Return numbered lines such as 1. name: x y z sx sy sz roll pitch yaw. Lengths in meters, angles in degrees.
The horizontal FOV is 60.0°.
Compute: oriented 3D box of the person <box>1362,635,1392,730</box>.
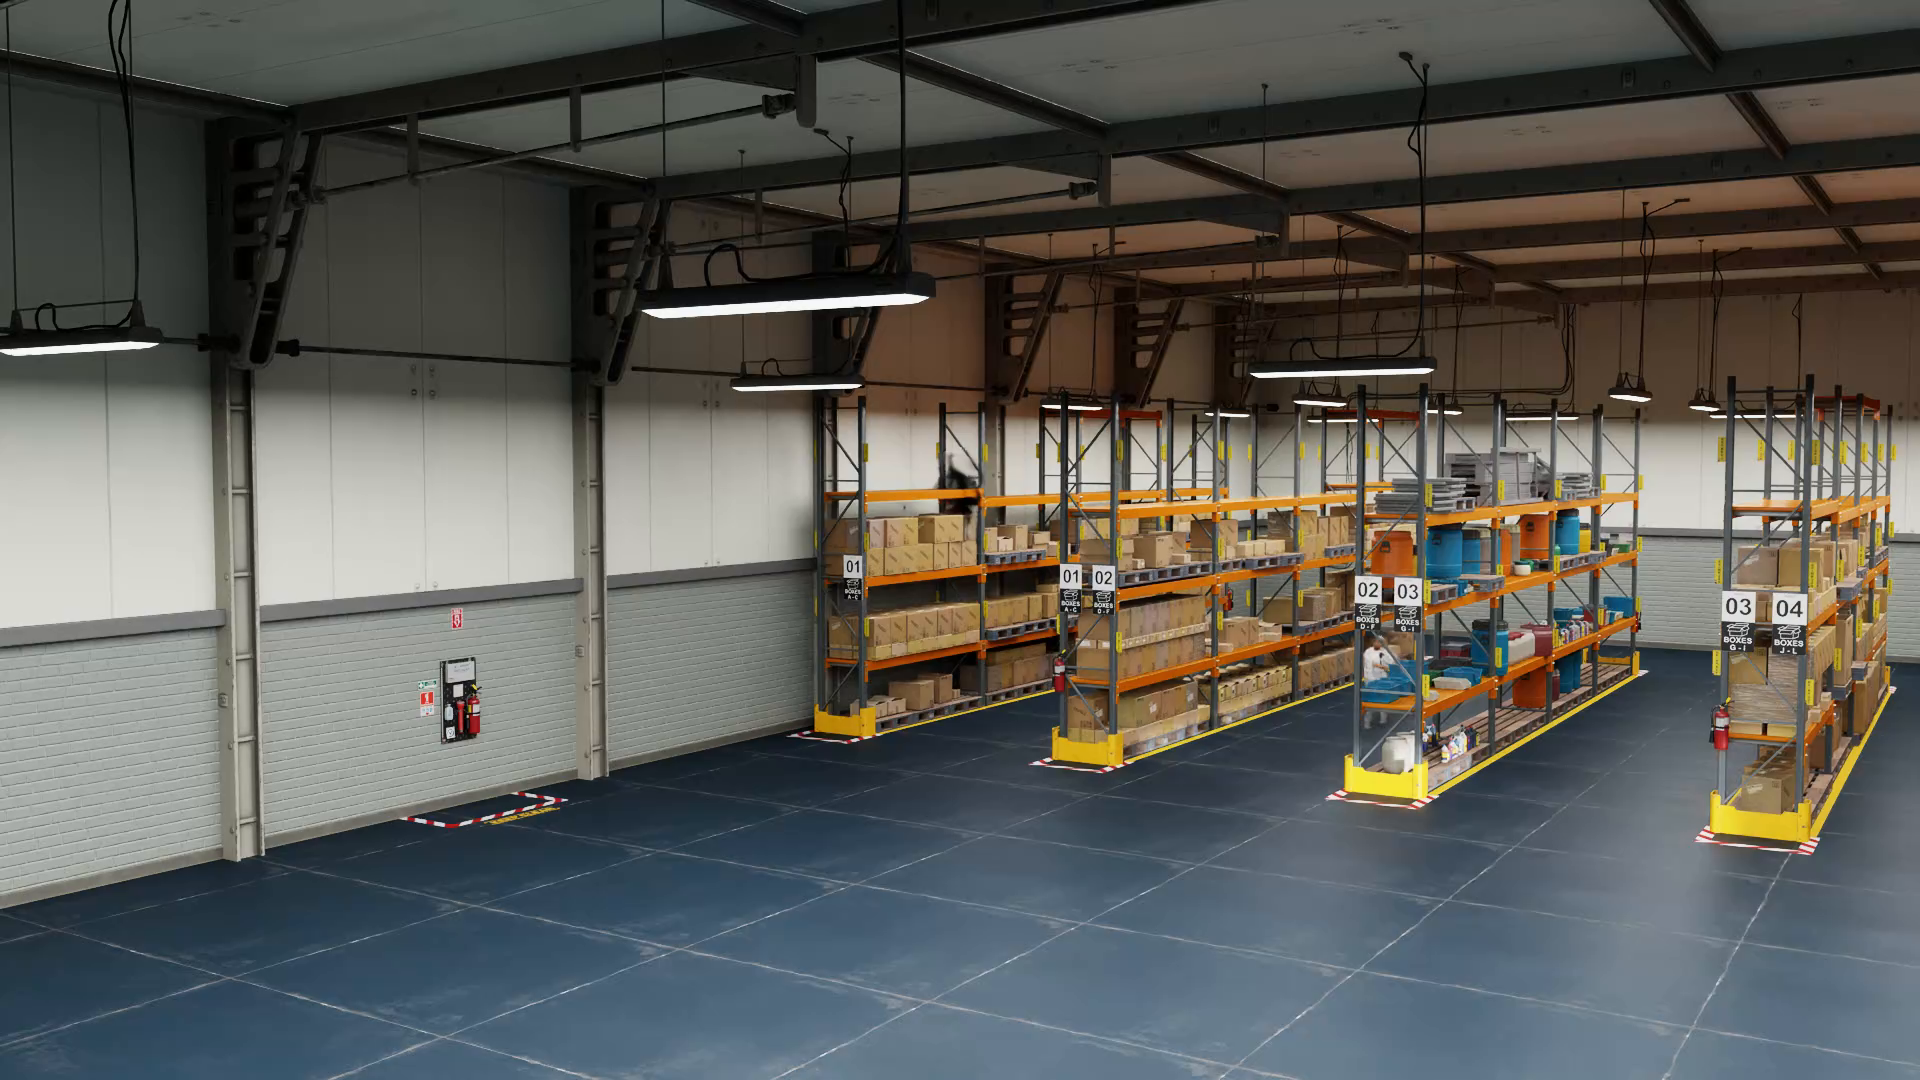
1. person: 7.590 2.585 30.292 0.582 1.717 0.775 1 3 25
